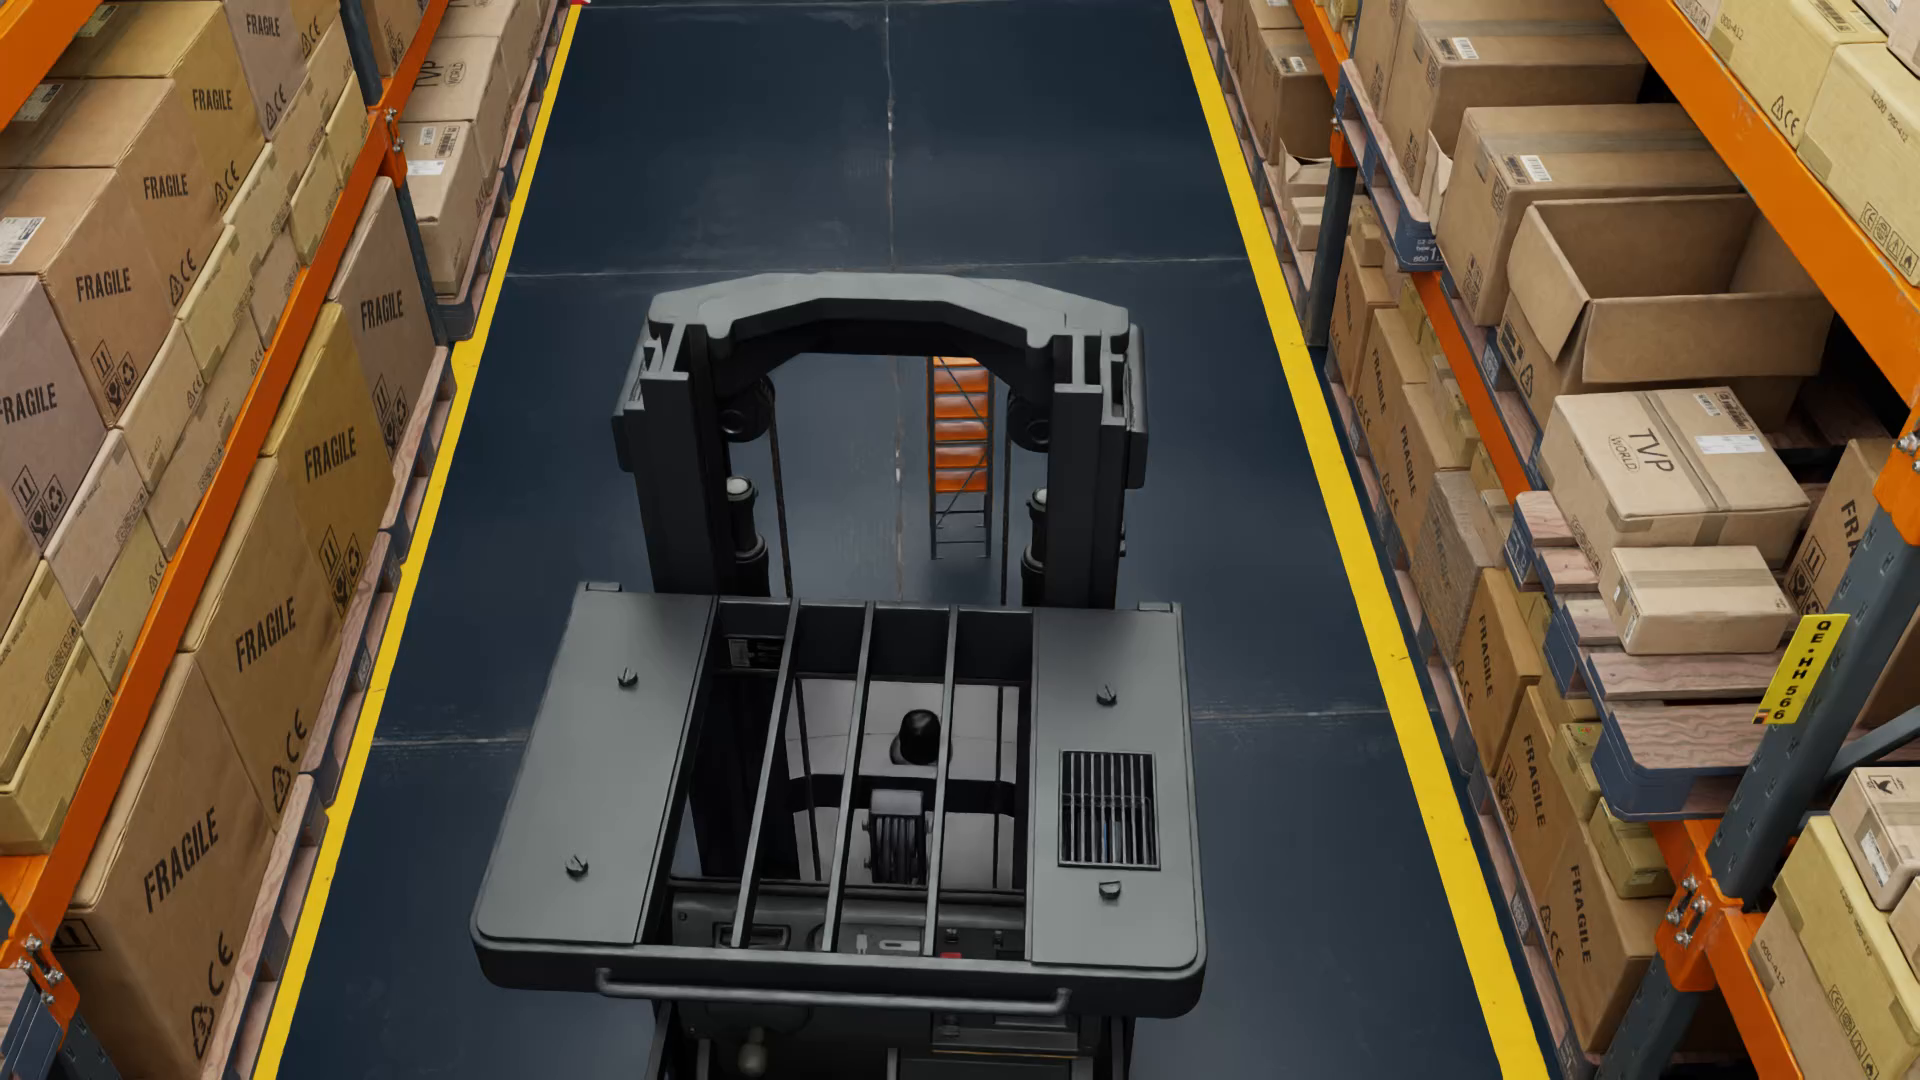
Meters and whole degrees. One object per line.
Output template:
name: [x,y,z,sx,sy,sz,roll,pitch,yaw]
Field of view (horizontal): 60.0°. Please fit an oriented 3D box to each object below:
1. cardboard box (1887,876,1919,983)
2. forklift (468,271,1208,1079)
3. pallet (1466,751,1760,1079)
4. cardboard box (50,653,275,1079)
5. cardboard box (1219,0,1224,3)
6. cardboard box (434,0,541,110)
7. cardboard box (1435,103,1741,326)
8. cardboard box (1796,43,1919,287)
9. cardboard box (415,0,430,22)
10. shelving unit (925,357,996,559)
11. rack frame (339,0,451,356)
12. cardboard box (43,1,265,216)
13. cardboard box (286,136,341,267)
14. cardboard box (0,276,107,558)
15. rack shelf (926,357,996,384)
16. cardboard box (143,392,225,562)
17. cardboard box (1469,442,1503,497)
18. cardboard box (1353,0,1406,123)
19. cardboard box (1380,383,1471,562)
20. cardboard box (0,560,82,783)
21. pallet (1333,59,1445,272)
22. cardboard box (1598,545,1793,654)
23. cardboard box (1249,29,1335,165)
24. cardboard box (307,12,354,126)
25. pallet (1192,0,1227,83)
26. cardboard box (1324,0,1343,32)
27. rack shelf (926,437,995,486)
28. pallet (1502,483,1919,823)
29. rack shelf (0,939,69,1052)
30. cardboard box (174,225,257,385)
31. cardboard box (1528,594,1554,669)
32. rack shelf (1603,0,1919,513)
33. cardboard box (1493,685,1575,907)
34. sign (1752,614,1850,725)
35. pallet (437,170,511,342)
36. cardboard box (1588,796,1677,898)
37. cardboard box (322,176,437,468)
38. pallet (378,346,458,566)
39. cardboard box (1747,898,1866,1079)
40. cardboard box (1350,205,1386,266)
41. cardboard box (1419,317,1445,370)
cardboard box: [2.011,0.774,3.132,0.380,0.149,0.250,-1,43,-1]
forklift: [-0.162,1.055,3.429,1.130,2.935,3.031,2,43,2]
pallet: [2.286,1.169,5.319,1.003,0.211,1.213,-2,43,-2]
cardboard box: [-2.626,0.951,4.754,0.875,0.875,0.875,-2,43,-2]
cardboard box: [1.871,-3.574,9.965,0.797,0.503,0.637,-3,43,-3]
cardboard box: [-2.844,-2.760,9.126,0.875,0.438,0.875,-1,43,-1]
cardboard box: [1.962,-1.034,5.273,0.700,0.500,0.500,-2,43,-2]
cardboard box: [2.015,-0.744,3.233,0.500,0.250,0.500,-3,43,-3]
cardboard box: [-2.625,-2.610,7.304,0.500,0.500,0.500,-1,43,-2]
shelving unit: [0.001,-0.433,6.334,0.258,1.200,0.189,-2,43,-2]
rack frame: [-2.849,-1.909,6.613,1.000,3.000,0.127,-2,43,-2]
cardboard box: [-2.548,-1.328,5.165,0.500,0.500,0.500,0,43,0]
cardboard box: [-2.558,-1.215,5.966,0.500,0.250,0.500,-2,43,-2]
cardboard box: [-2.487,-0.289,4.031,0.500,0.500,0.500,-1,43,-2]
rack shelf: [0.001,-0.665,6.121,0.258,0.103,0.180,-2,43,-2]
cardboard box: [-2.505,-0.192,4.850,0.500,0.250,0.500,0,43,0]
cardboard box: [2.018,-0.216,5.825,0.380,0.149,0.250,-1,43,-2]
cardboard box: [1.907,-1.913,6.232,0.700,0.500,0.500,-1,43,-1]
cardboard box: [1.955,-0.258,6.351,0.500,0.500,0.500,-3,43,-3]
cardboard box: [-2.454,0.313,3.930,0.500,0.250,0.500,-2,43,-2]
pallet: [2.034,-1.441,6.244,1.003,0.211,1.213,-2,43,-2]
cardboard box: [1.868,0.151,4.240,0.380,0.149,0.250,-1,43,-1]
cardboard box: [1.913,-2.293,8.571,0.700,0.500,0.500,-3,43,-3]
cardboard box: [-2.588,-1.748,6.178,0.500,0.250,0.500,-2,43,-2]
pallet: [1.978,-3.137,10.017,1.003,0.211,1.213,-2,43,-2]
cardboard box: [1.811,-2.345,7.274,0.380,0.149,0.250,-1,43,-1]
rack shelf: [0.001,-0.311,6.445,0.258,0.103,0.180,-2,43,-2]
pallet: [2.181,0.261,4.387,1.213,0.211,1.003,-2,43,-2]
rack shelf: [-2.595,2.406,2.437,1.077,0.370,4.000,-2,43,-2]
cardboard box: [-2.492,-0.716,5.052,0.500,0.250,0.500,-1,43,-1]
cardboard box: [2.030,0.306,5.256,0.380,0.149,0.250,0,43,-1]
rack shelf: [2.195,-1.545,4.528,1.077,0.370,4.000,-2,43,-2]
cardboard box: [2.036,0.795,5.202,0.500,0.500,0.500,-2,43,-2]
sign: [1.738,0.270,3.437,0.100,0.325,0.005,-2,43,-2]
pallet: [-2.804,-1.397,8.118,1.003,0.211,1.213,-2,43,-2]
cardboard box: [2.005,0.847,4.665,0.380,0.149,0.250,-4,43,-4]
cardboard box: [-2.743,-0.865,6.735,0.875,0.875,0.875,0,43,0]
pallet: [-2.741,-0.363,6.989,1.003,0.211,1.213,-2,43,-2]
cardboard box: [2.054,1.008,3.541,0.500,0.250,0.500,-1,43,-2]
cardboard box: [1.859,-1.277,6.982,0.380,0.149,0.250,0,43,0]
cardboard box: [1.996,-0.735,6.391,0.380,0.149,0.250,-2,43,-3]
